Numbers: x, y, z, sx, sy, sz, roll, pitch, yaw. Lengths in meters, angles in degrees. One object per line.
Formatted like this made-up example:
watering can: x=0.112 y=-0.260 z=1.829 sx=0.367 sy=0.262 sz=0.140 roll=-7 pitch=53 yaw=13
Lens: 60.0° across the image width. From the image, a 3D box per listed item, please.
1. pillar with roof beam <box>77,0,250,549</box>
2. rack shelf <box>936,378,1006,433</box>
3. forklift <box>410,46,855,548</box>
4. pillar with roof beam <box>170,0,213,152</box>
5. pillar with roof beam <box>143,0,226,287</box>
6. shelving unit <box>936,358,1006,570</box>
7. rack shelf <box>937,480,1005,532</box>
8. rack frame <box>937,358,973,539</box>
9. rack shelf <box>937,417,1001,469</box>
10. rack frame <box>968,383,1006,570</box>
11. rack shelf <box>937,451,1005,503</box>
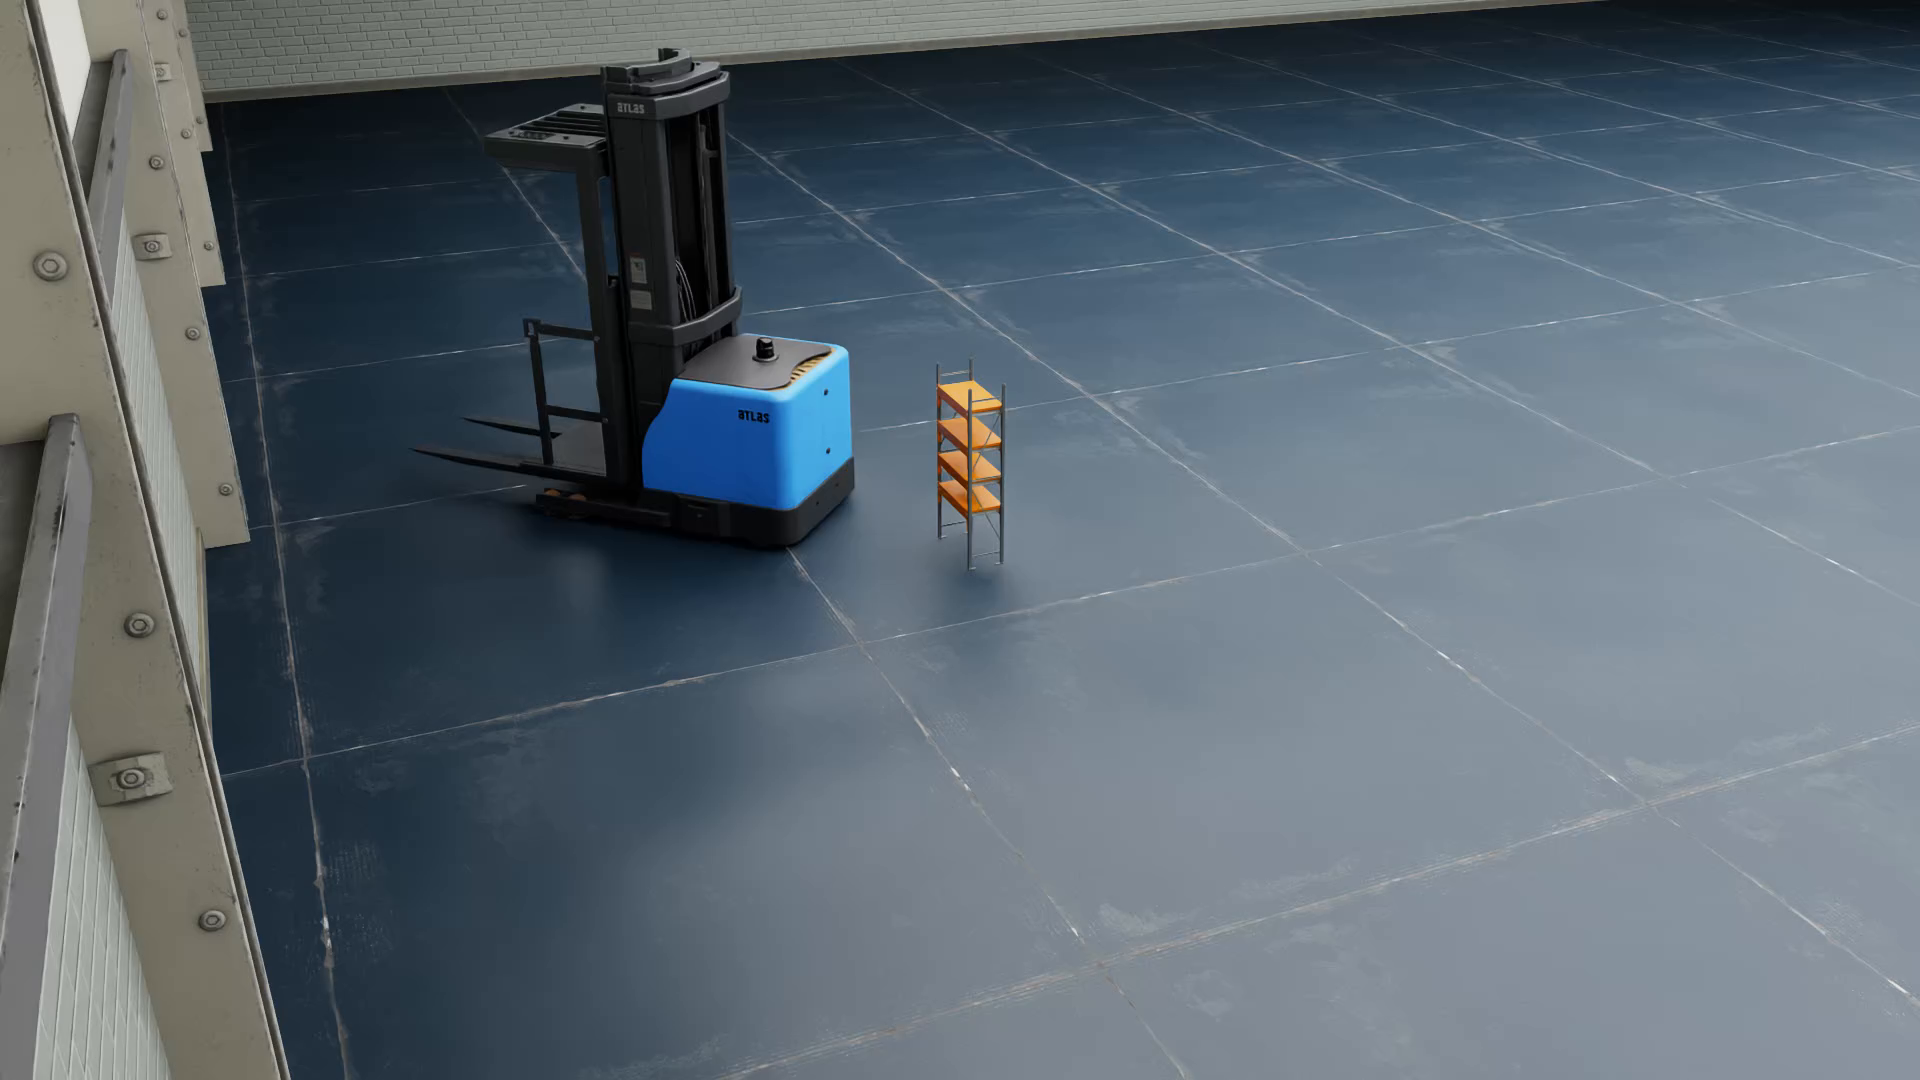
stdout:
pillar with roof beam: x=-0.839 y=-4.828 z=10.382 sx=9.100 sy=9.000 sz=0.400 roll=-11 pitch=28 yaw=-21
rack shelf: x=0.065 y=-0.825 z=10.177 sx=0.258 sy=0.148 sz=0.480 roll=-11 pitch=28 yaw=-21
forklift: x=-2.286 y=-1.657 z=10.804 sx=3.031 sy=2.935 sz=1.130 roll=9 pitch=28 yaw=18
pillar with roof beam: x=-5.538 y=-9.672 z=20.304 sx=9.100 sy=9.000 sz=0.400 roll=-11 pitch=28 yaw=-21
pillar with roof beam: x=-3.188 y=-7.250 z=15.343 sx=9.100 sy=9.000 sz=0.400 roll=-11 pitch=28 yaw=-21
shelving unit: x=0.065 y=-0.472 z=10.350 sx=0.258 sy=1.200 sz=0.503 roll=-11 pitch=28 yaw=-21
rack shelf: x=0.065 y=-0.233 z=10.467 sx=0.258 sy=0.148 sz=0.480 roll=-11 pitch=28 yaw=-21
rack frame: x=-0.031 y=-0.571 z=10.552 sx=0.240 sy=1.200 sz=0.015 roll=-11 pitch=28 yaw=-21
rack shelf: x=0.065 y=-0.613 z=10.281 sx=0.258 sy=0.148 sz=0.480 roll=-11 pitch=28 yaw=-21
rack frame: x=0.160 y=-0.374 z=10.148 sx=0.240 sy=1.200 sz=0.015 roll=-11 pitch=28 yaw=-21
rack shelf: x=0.065 y=-0.412 z=10.379 sx=0.258 sy=0.148 sz=0.480 roll=-11 pitch=28 yaw=-21
